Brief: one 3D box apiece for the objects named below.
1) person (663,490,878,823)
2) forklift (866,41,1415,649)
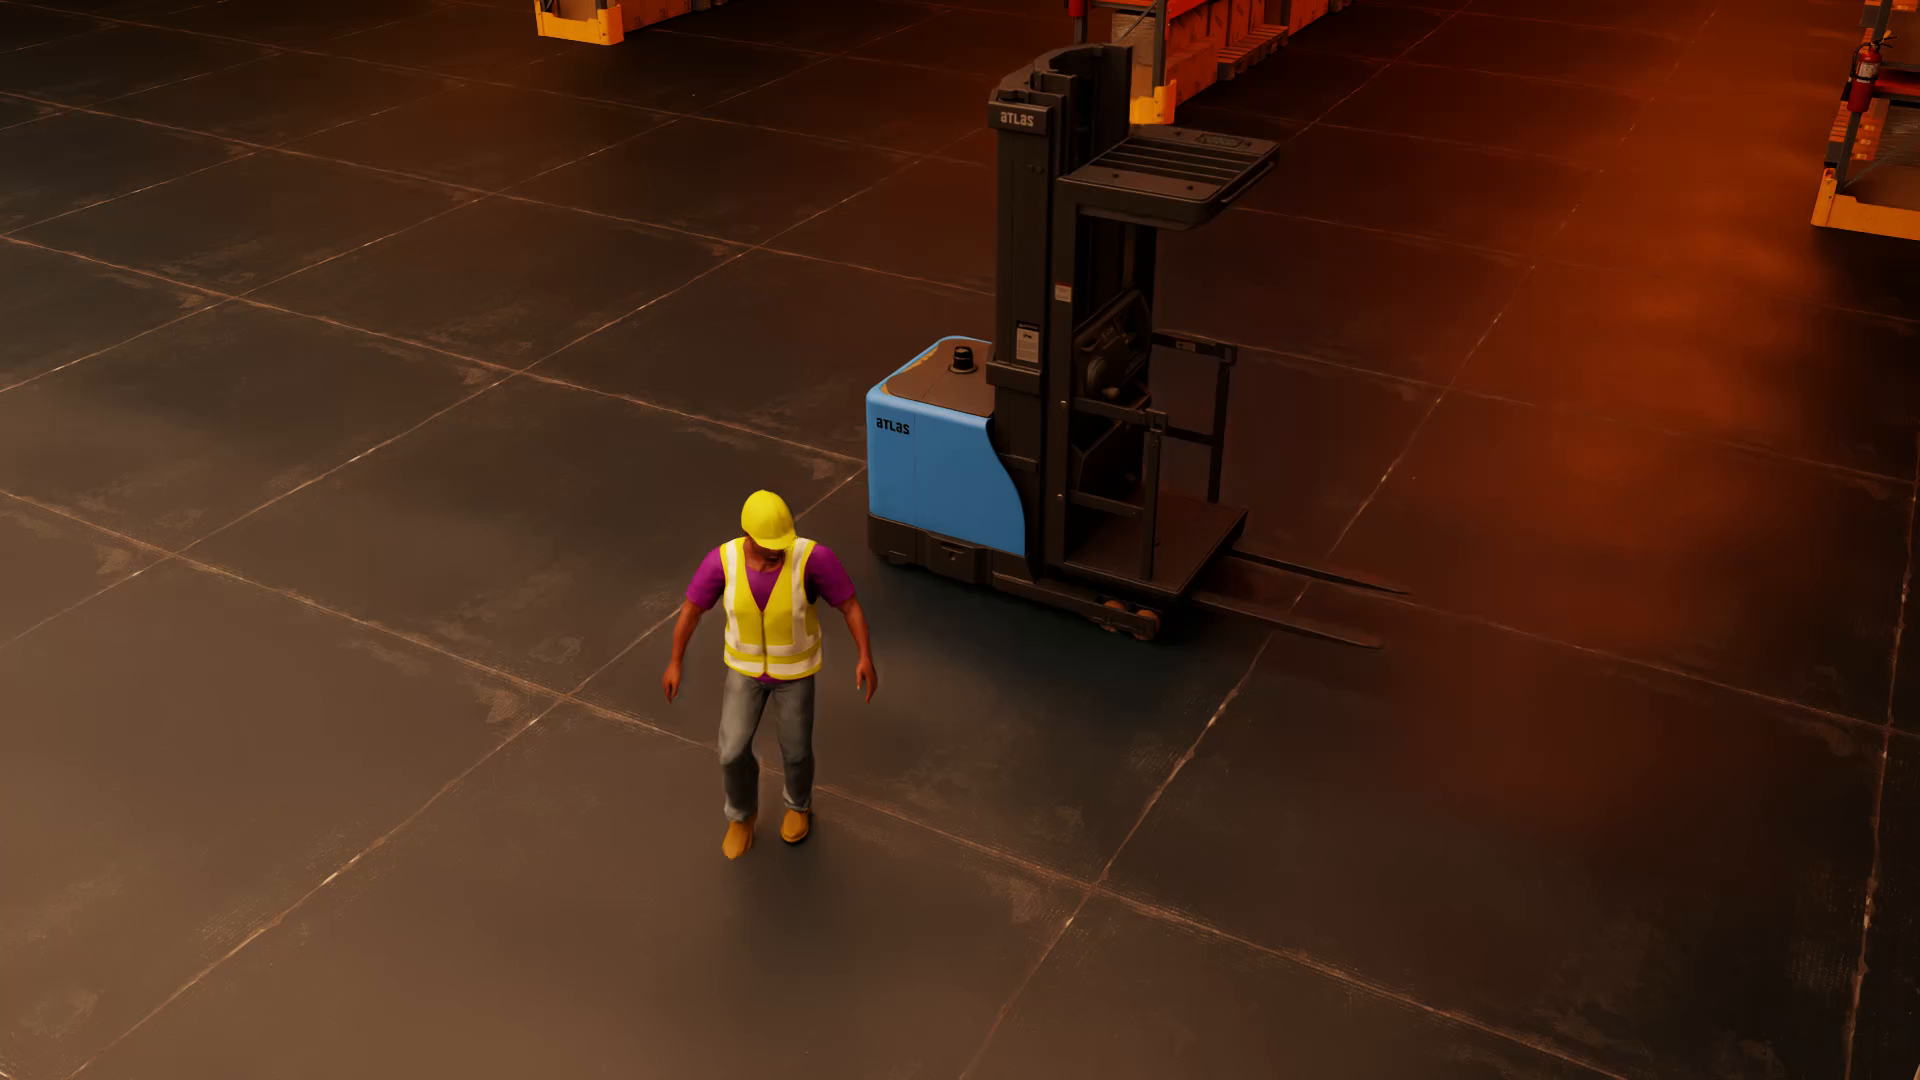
[{"bbox_3d":[-0.815,0.554,7.237,0.966,1.681,0.497,3,30,6],"label":"person"},{"bbox_3d":[0.999,-1.026,8.848,3.031,2.935,1.130,15,33,24],"label":"forklift"}]
